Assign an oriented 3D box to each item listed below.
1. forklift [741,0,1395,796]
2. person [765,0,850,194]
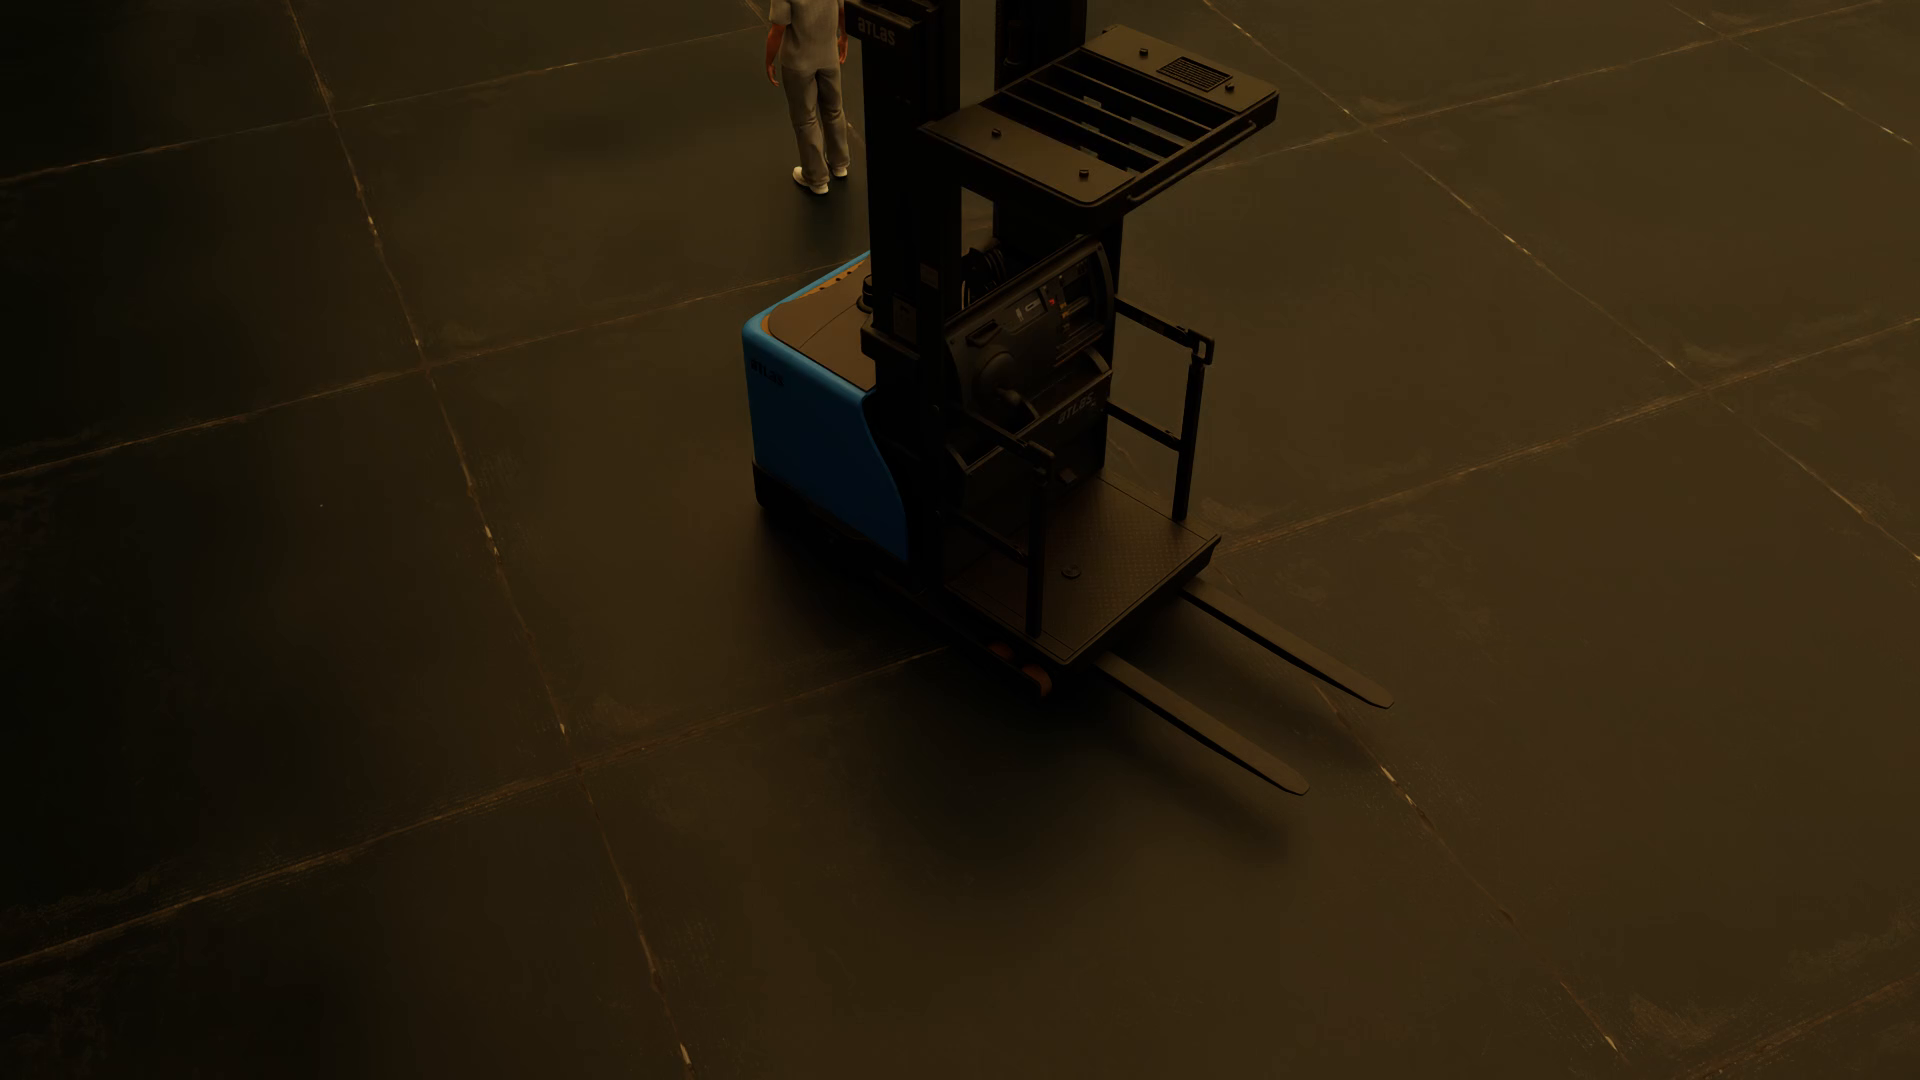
[{"bbox_3d":[0.445,-0.788,6.525,3.031,2.935,1.130,32,52,30],"label":"forklift"},{"bbox_3d":[-0.884,-2.777,9.573,0.550,1.667,0.550,-21,47,-21],"label":"person"}]
